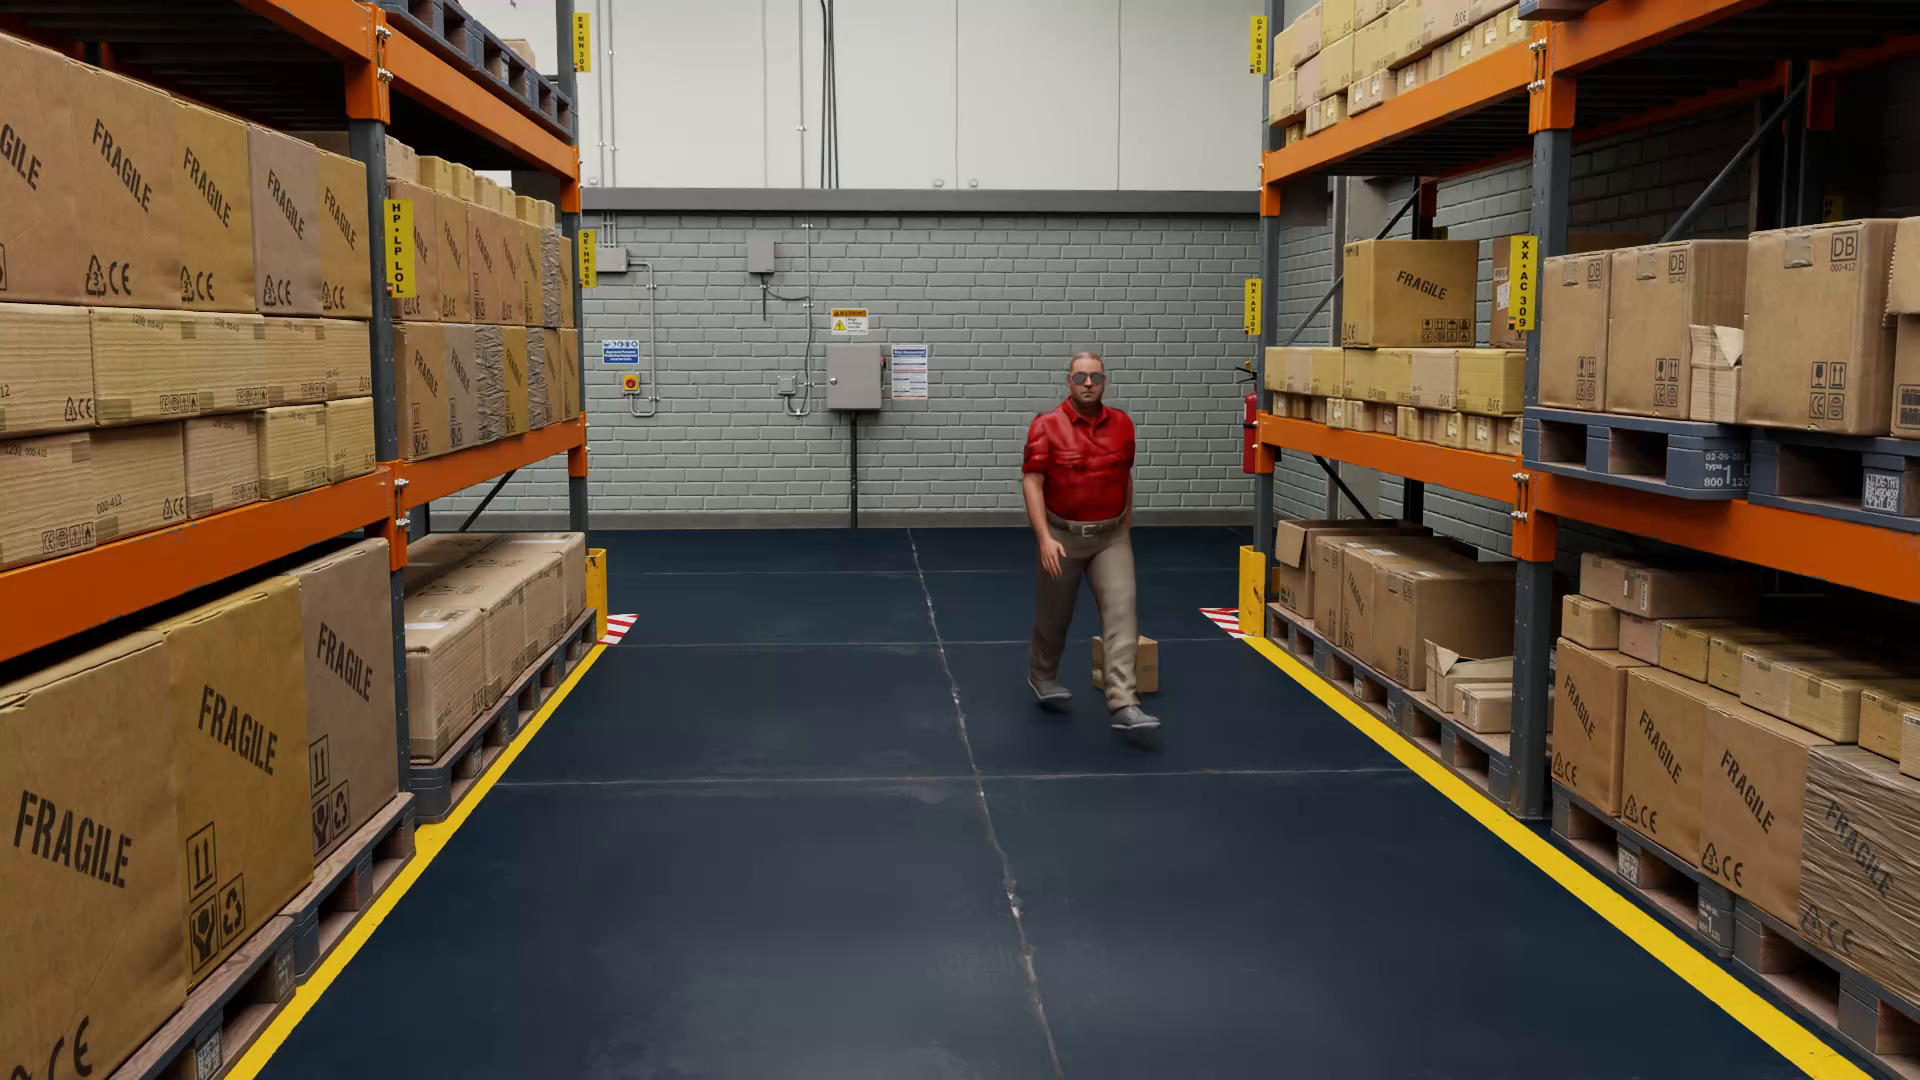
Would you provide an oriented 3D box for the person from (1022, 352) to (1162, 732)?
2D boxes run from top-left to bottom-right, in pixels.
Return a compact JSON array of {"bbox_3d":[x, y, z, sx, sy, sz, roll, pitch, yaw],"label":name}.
[{"bbox_3d":[0.552,-0.009,7.421,0.576,1.651,1.113,-1,7,-9],"label":"person"}]
